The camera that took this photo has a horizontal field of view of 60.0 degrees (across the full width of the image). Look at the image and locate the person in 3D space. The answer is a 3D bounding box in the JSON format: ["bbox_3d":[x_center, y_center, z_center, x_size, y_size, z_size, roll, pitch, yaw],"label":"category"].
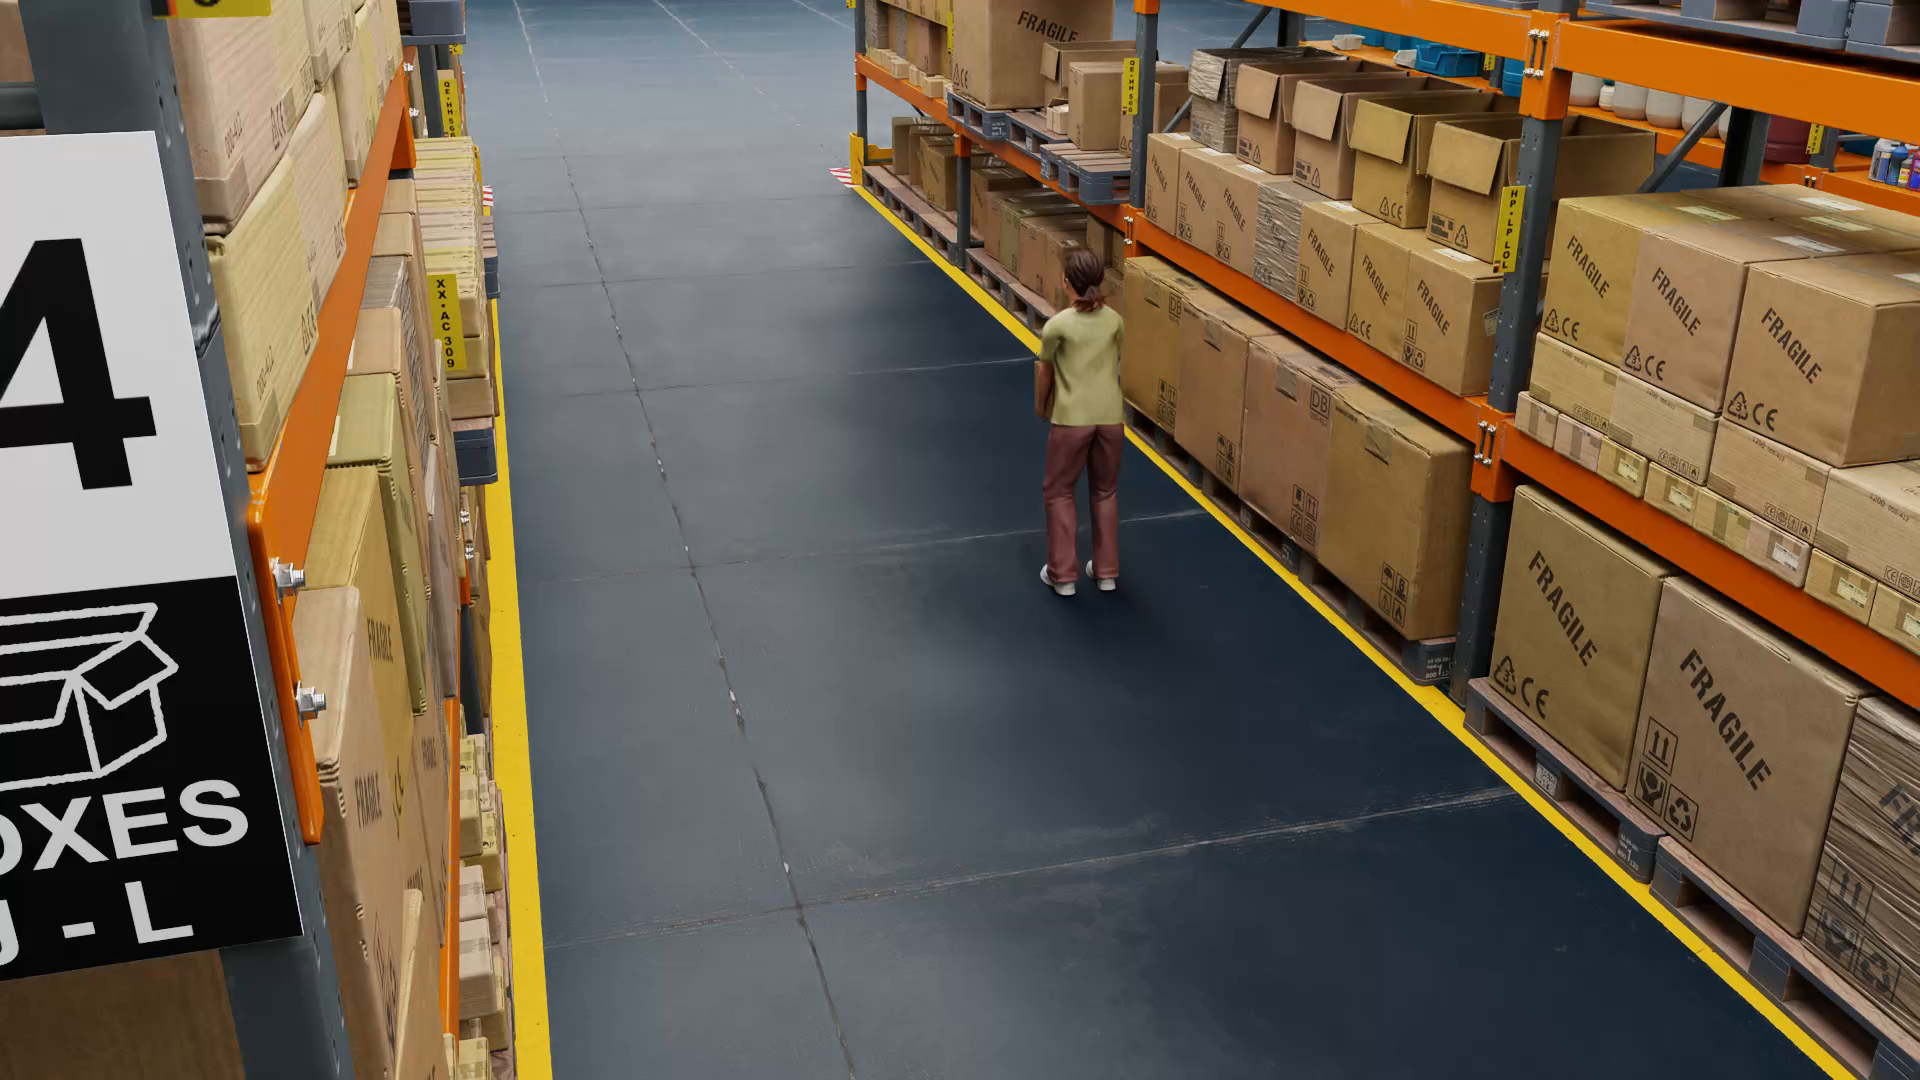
[{"bbox_3d":[0.563,-0.574,7.971,0.408,1.663,0.513,-7,24,-15],"label":"person"}]
